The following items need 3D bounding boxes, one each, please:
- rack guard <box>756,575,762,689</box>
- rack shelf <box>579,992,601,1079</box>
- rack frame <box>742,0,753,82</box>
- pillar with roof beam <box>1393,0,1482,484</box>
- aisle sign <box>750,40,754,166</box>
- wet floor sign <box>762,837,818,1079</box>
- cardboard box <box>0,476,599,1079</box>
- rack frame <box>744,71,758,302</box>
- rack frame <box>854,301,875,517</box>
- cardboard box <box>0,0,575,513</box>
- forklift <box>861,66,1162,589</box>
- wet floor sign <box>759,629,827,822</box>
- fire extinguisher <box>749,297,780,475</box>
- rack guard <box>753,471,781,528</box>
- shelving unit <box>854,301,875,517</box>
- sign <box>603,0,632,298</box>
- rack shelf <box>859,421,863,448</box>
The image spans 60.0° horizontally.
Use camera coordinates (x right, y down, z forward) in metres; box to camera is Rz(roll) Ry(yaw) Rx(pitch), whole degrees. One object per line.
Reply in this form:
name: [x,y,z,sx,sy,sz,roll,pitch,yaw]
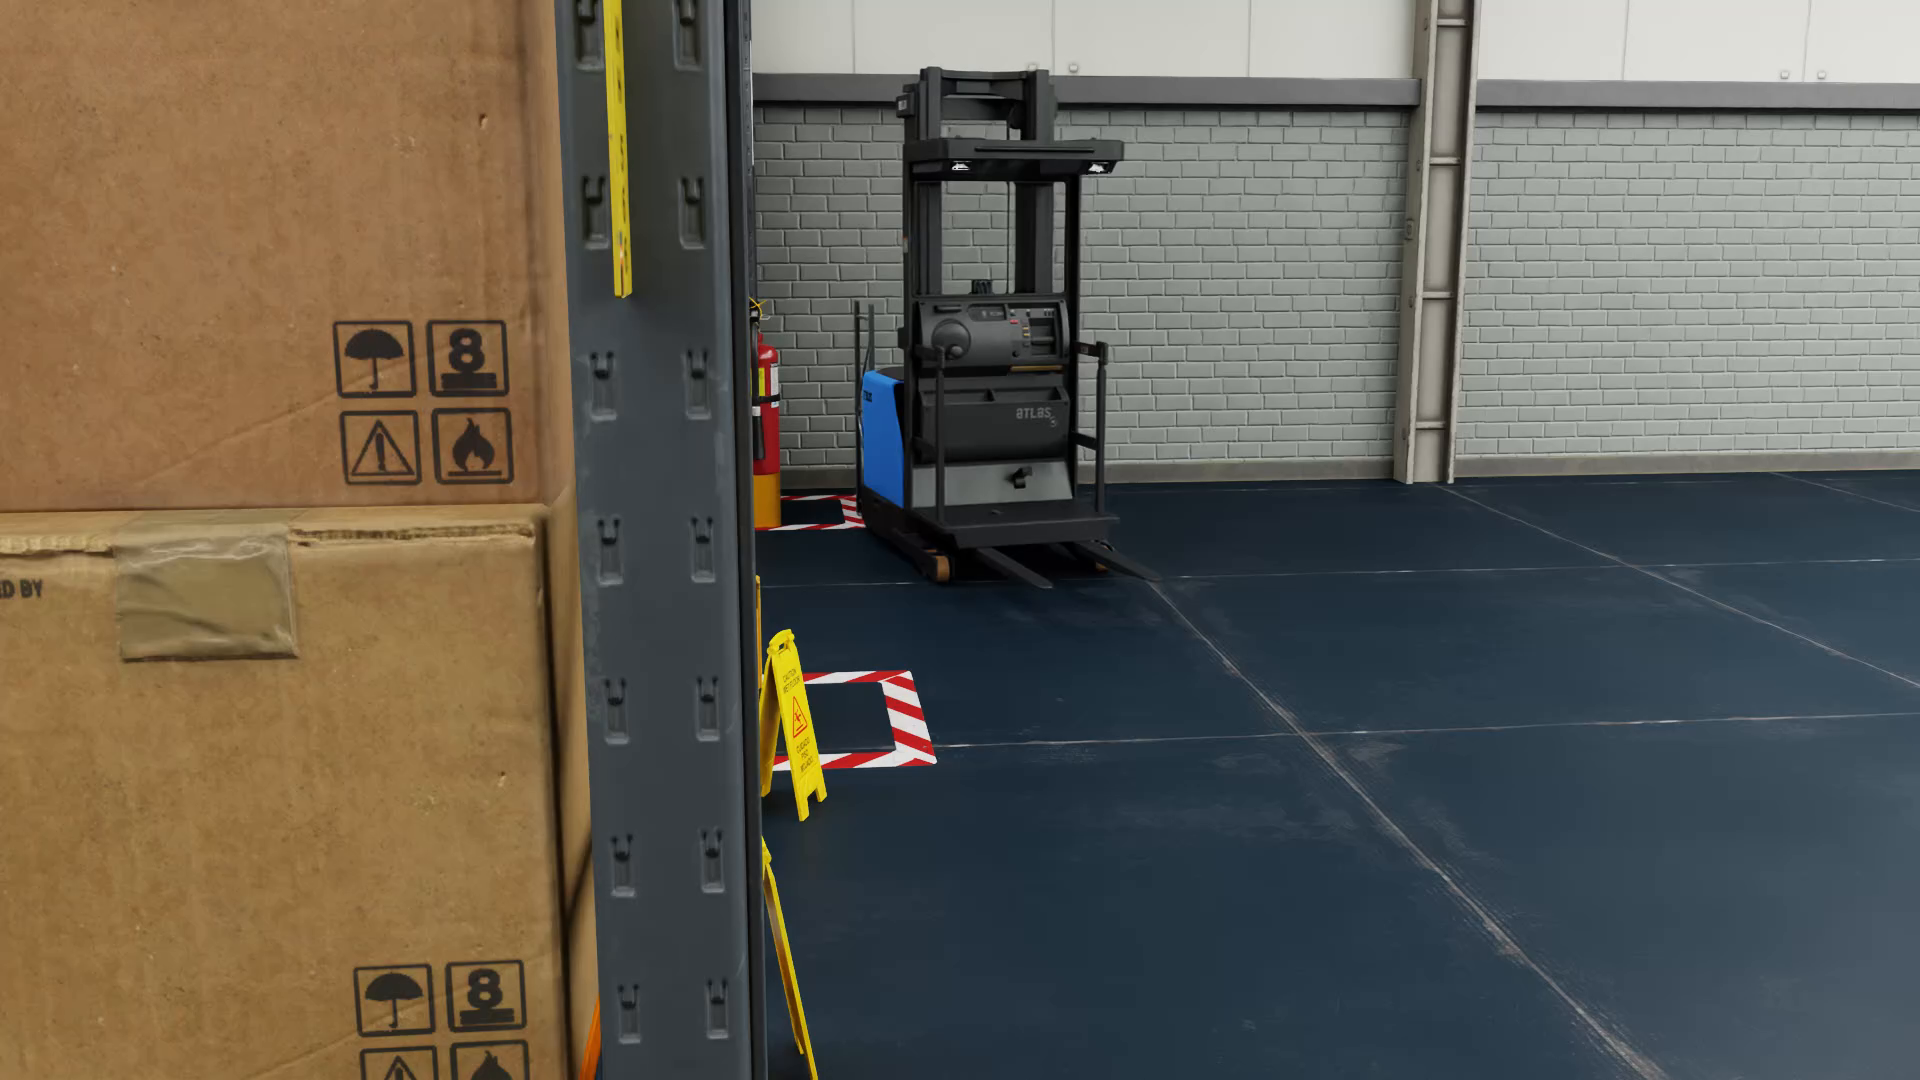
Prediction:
rack guard: [-1.012,0.514,6.957,0.348,0.500,1.175,-1,11,-6]
rack shelf: [-2.290,0.628,1.763,4.000,0.370,1.077,-1,11,-6]
rack frame: [-1.476,-4.609,10.987,0.127,3.000,1.000,-1,11,-6]
pillar with roof beam: [4.164,-4.067,8.228,0.400,9.000,9.100,-1,11,-6]
aisle sign: [-1.379,-2.886,11.035,0.004,0.787,0.394,-1,11,-6]
wet floor sign: [-0.487,1.008,4.067,0.232,0.644,0.267,-3,12,-16]
cardboard box: [-0.665,0.176,1.808,0.550,0.550,0.875,-1,11,-6]
rack frame: [-1.476,-1.666,11.565,0.127,3.000,1.000,-1,11,-6]
rack frame: [-0.654,-0.876,11.434,0.032,1.500,0.500,-3,12,-15]
cardboard box: [-0.675,-0.370,1.786,0.550,0.550,0.875,-1,11,-6]
forklift: [0.274,-1.273,9.747,1.130,2.935,3.031,-4,12,-17]
wet floor sign: [-0.632,0.643,5.927,0.232,0.644,0.267,3,11,14]
fire extinguisher: [-0.773,-0.590,6.294,0.183,0.674,0.296,-1,11,-6]
rack guard: [-1.452,-0.440,11.809,0.348,0.500,1.175,-1,11,-6]
shelving unit: [-0.164,-0.902,11.569,1.048,1.500,0.538,-3,12,-15]
sign: [-0.257,-0.347,1.240,0.005,0.325,0.100,-1,11,-6]
rack shelf: [-0.165,-0.726,11.603,1.000,0.185,0.538,-3,12,-15]
